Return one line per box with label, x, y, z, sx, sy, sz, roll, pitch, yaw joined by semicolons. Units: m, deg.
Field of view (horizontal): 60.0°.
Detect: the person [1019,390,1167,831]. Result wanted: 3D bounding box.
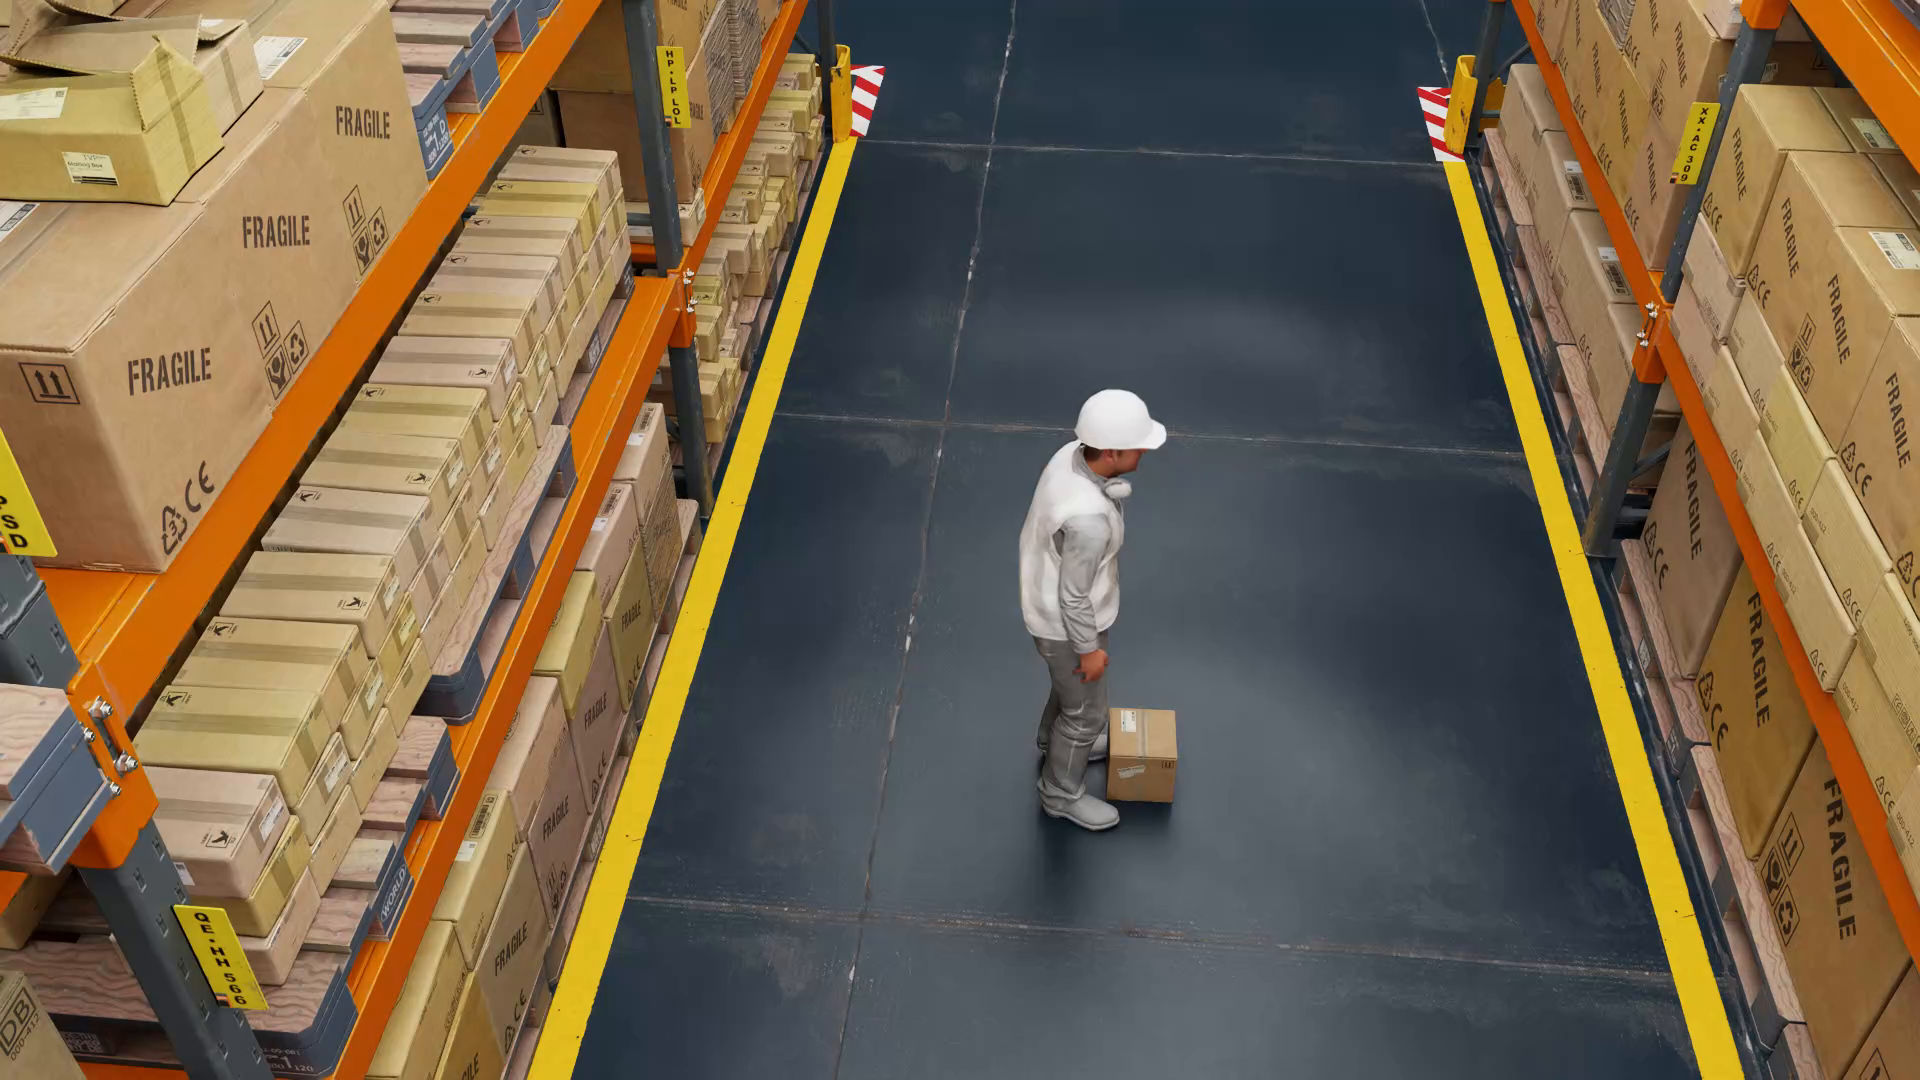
person;0.436;0.227;5.865;0.466;1.768;0.584;3;40;3
